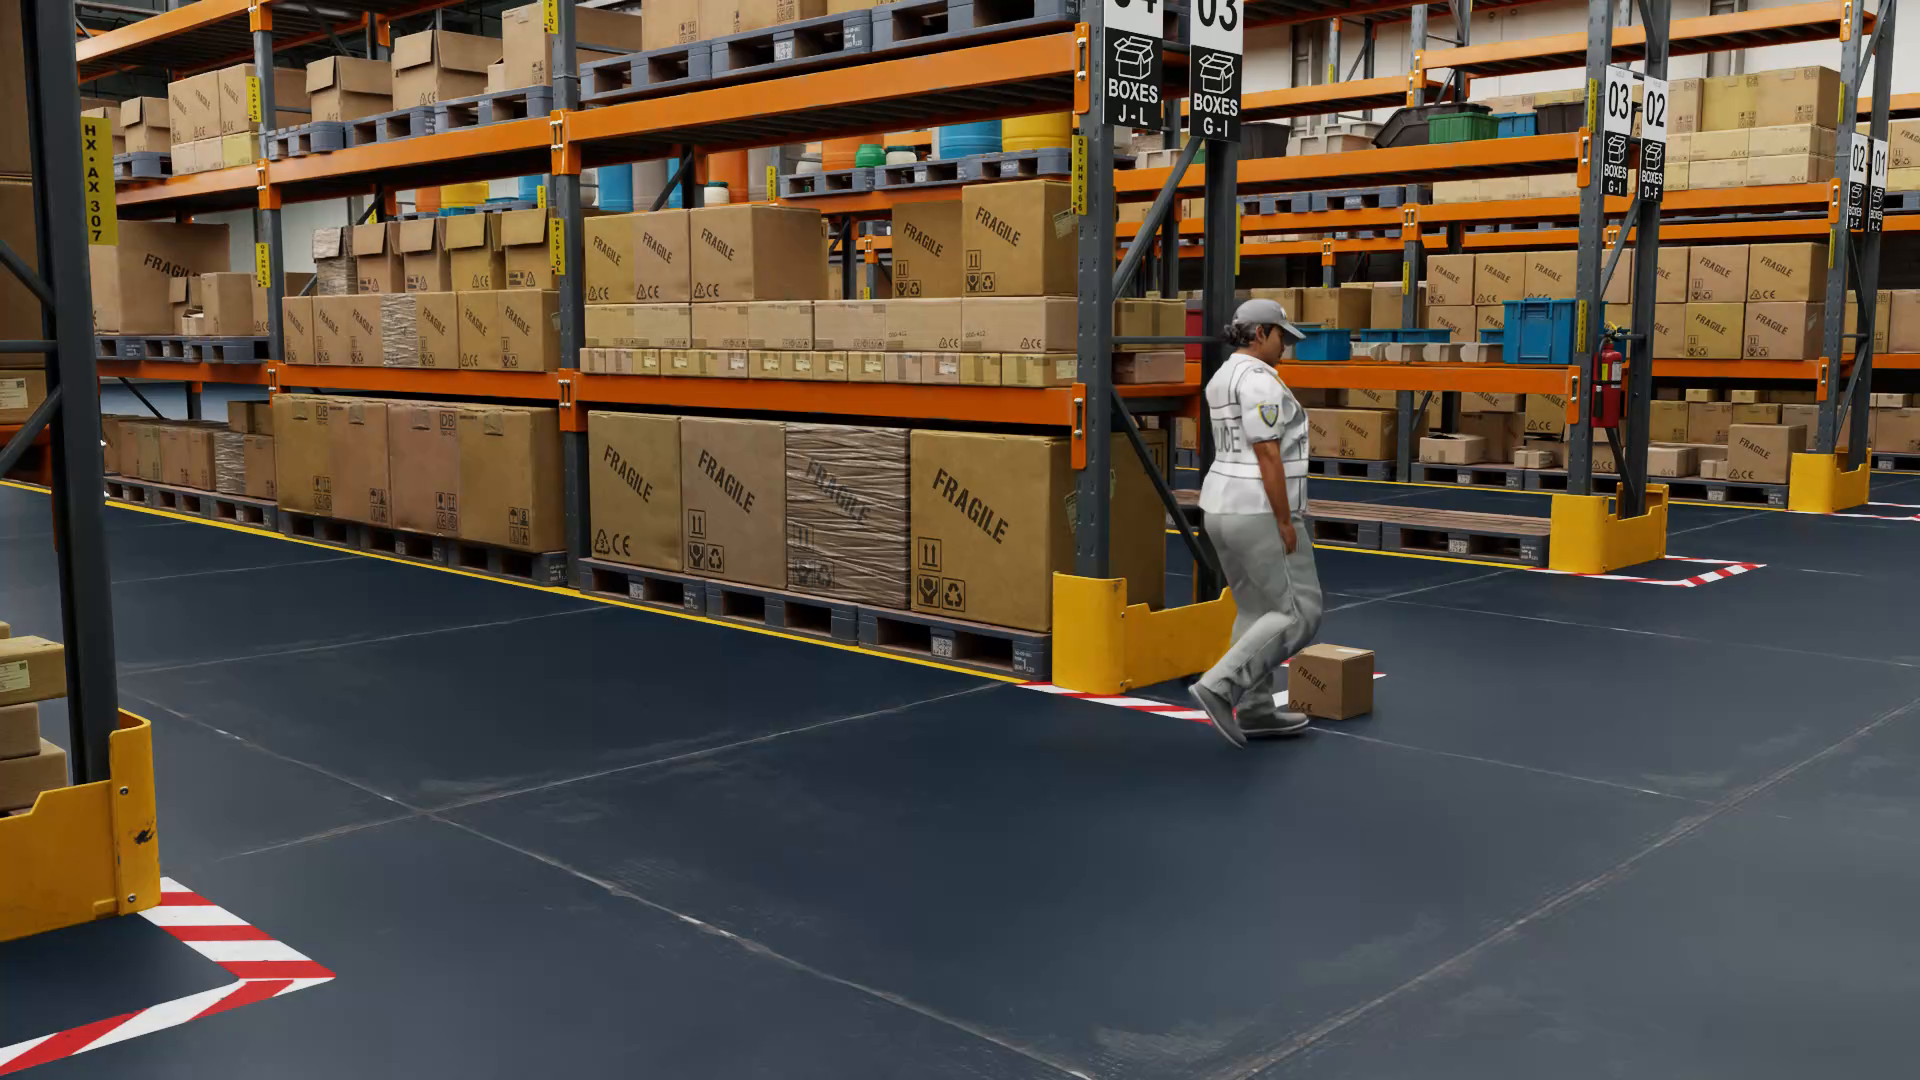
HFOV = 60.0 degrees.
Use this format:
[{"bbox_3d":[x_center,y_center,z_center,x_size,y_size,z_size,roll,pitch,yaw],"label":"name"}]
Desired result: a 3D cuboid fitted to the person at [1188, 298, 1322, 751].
[{"bbox_3d":[1.087,-0.067,6.184,0.553,1.651,0.518,-1,7,-9],"label":"person"}]
